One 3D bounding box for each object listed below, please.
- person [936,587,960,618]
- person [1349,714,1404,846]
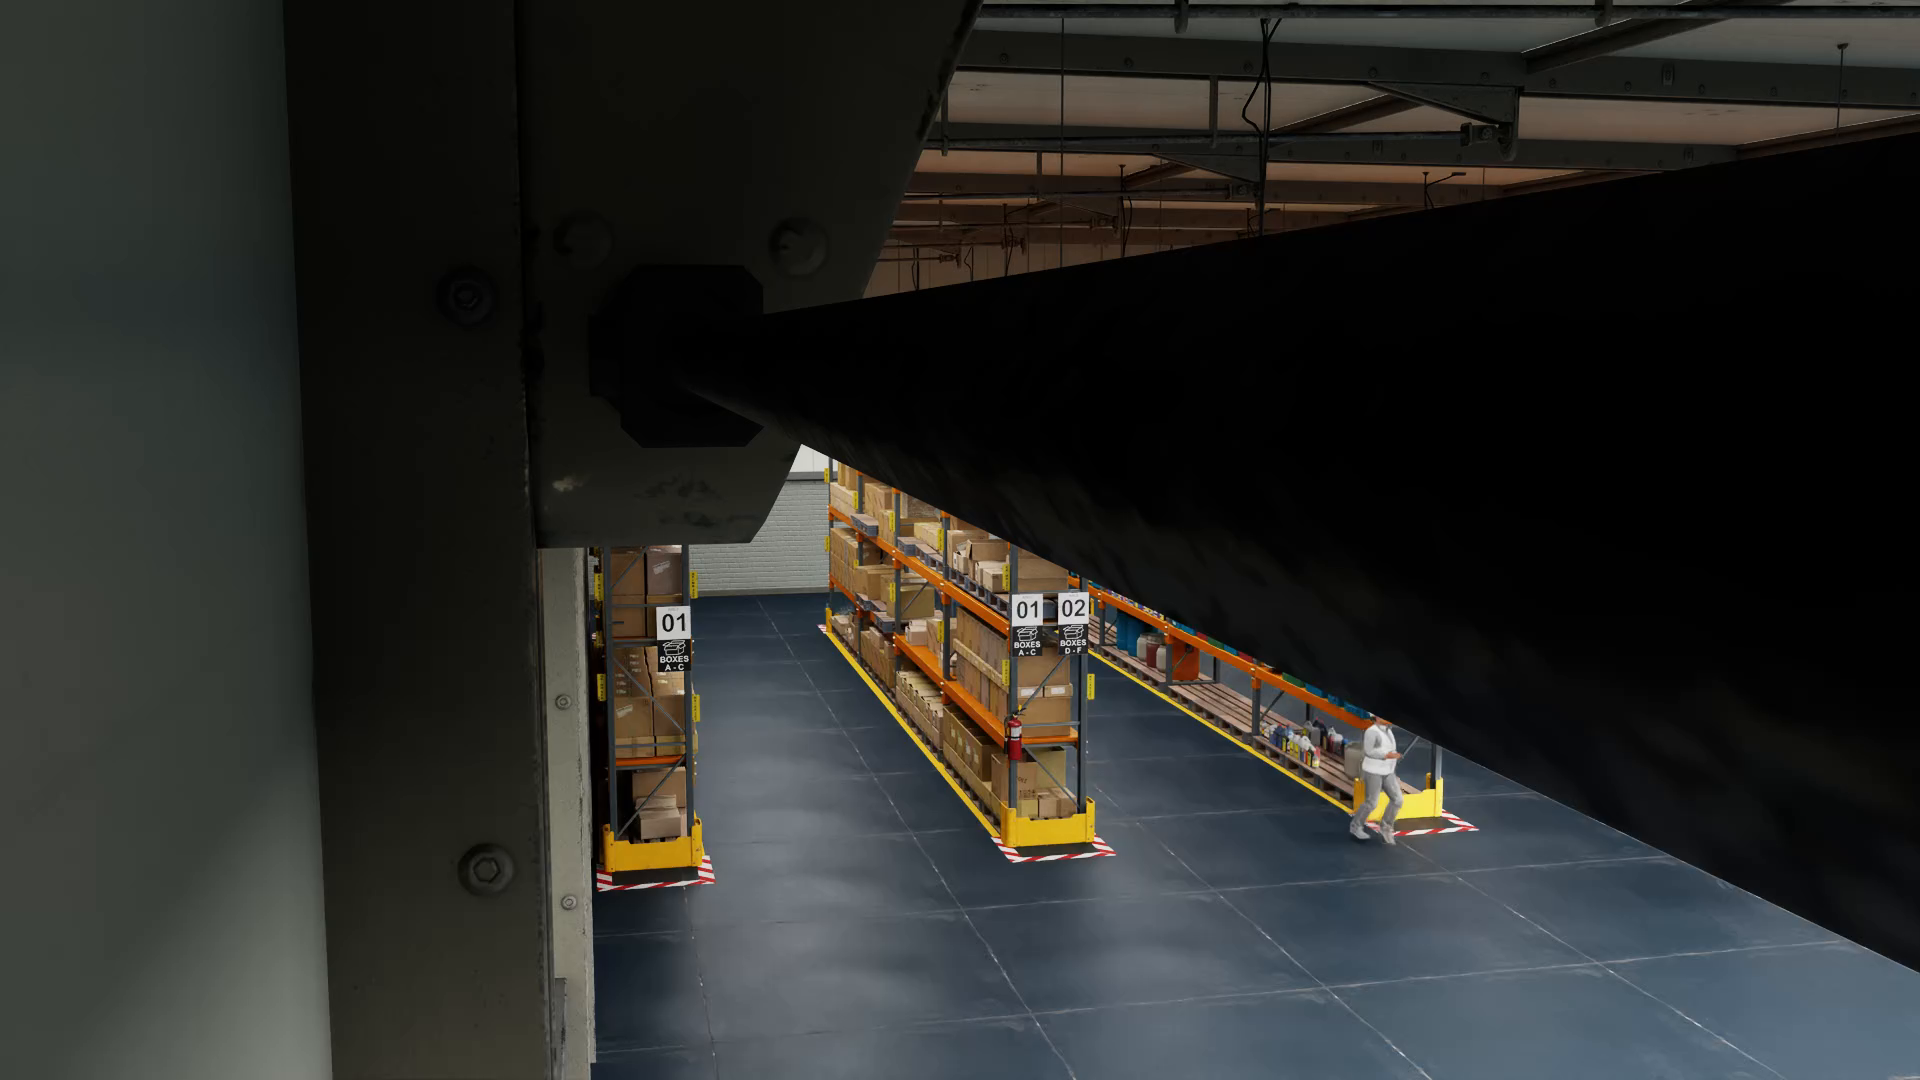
[{"bbox_3d":[-0.148,1.354,35.474,0.588,1.566,0.629,-3,8,-27],"label":"person"},{"bbox_3d":[5.320,2.931,21.069,0.653,1.754,0.680,-7,10,-44],"label":"person"}]
